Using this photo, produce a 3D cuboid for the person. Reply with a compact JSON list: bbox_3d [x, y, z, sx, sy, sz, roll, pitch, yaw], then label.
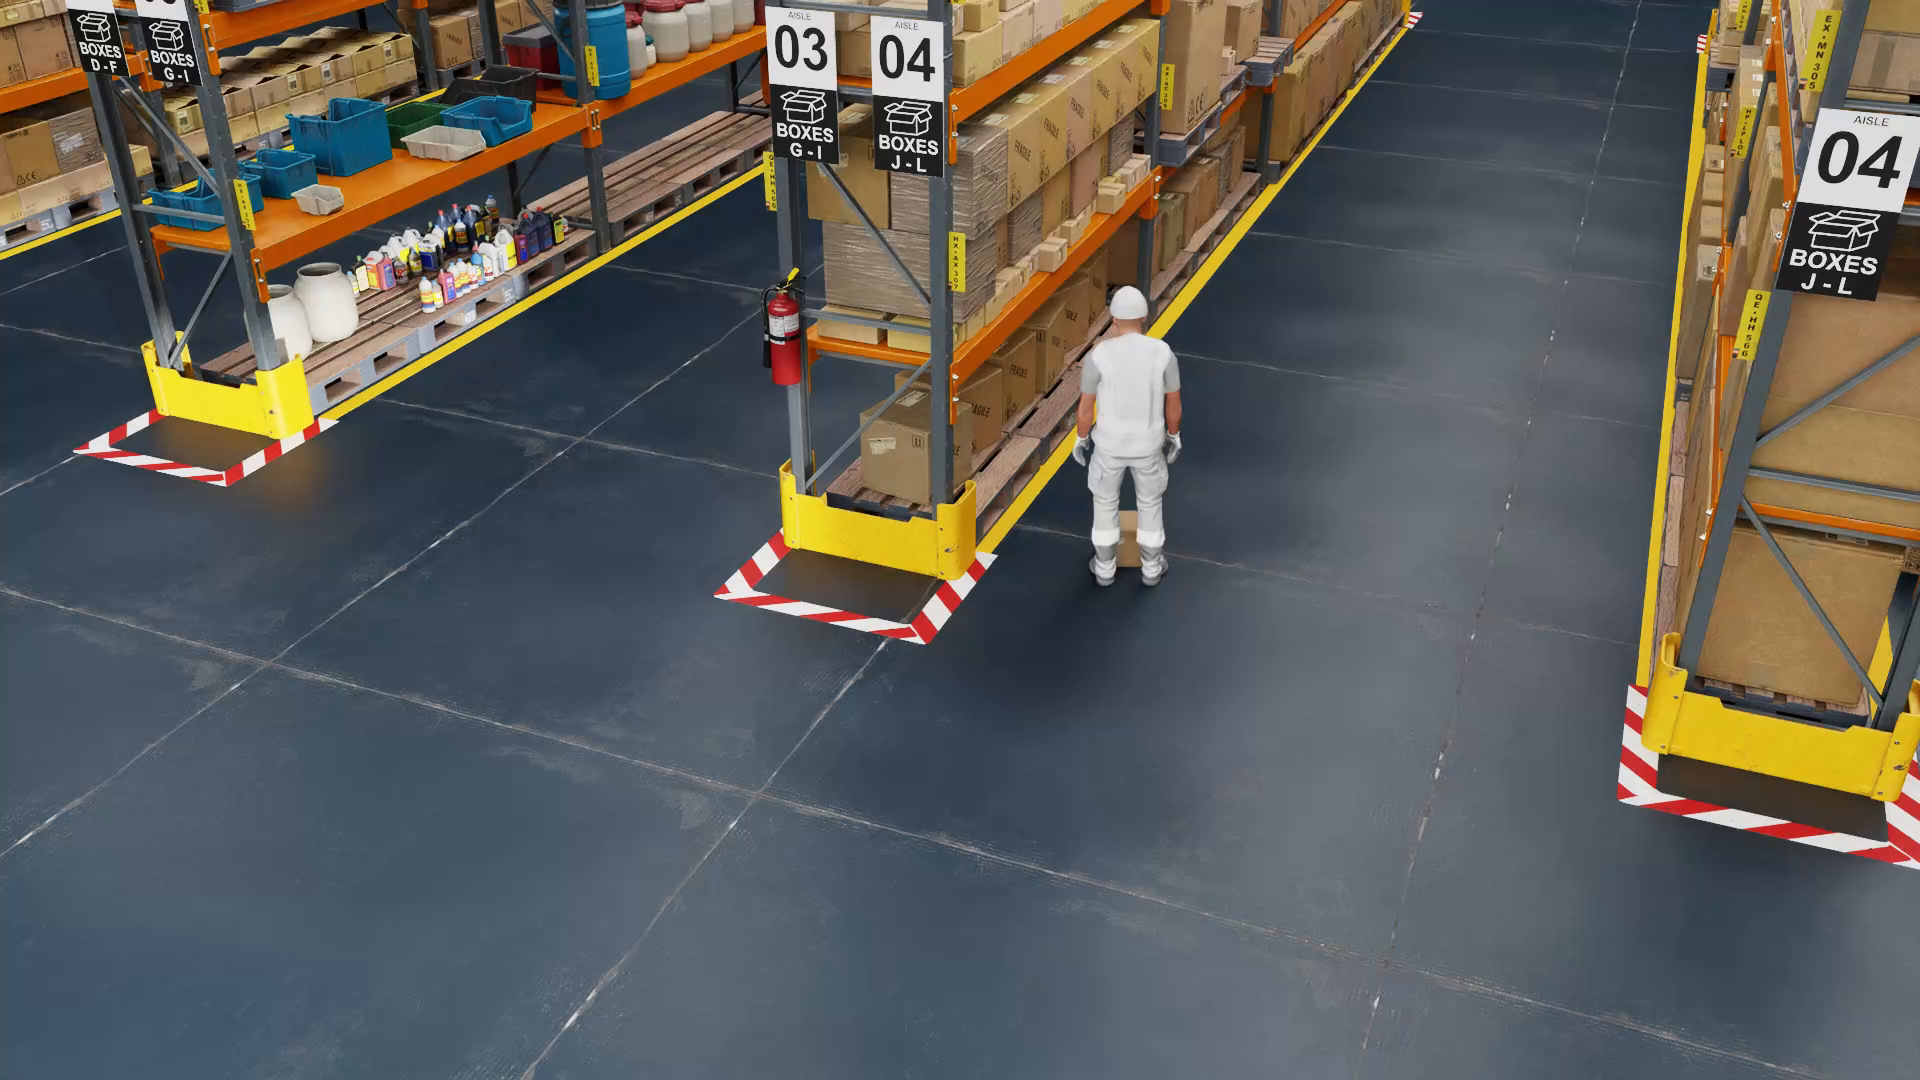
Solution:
[{"bbox_3d":[0.944,-0.561,9.384,0.616,1.778,0.453,0,29,0],"label":"person"}]
